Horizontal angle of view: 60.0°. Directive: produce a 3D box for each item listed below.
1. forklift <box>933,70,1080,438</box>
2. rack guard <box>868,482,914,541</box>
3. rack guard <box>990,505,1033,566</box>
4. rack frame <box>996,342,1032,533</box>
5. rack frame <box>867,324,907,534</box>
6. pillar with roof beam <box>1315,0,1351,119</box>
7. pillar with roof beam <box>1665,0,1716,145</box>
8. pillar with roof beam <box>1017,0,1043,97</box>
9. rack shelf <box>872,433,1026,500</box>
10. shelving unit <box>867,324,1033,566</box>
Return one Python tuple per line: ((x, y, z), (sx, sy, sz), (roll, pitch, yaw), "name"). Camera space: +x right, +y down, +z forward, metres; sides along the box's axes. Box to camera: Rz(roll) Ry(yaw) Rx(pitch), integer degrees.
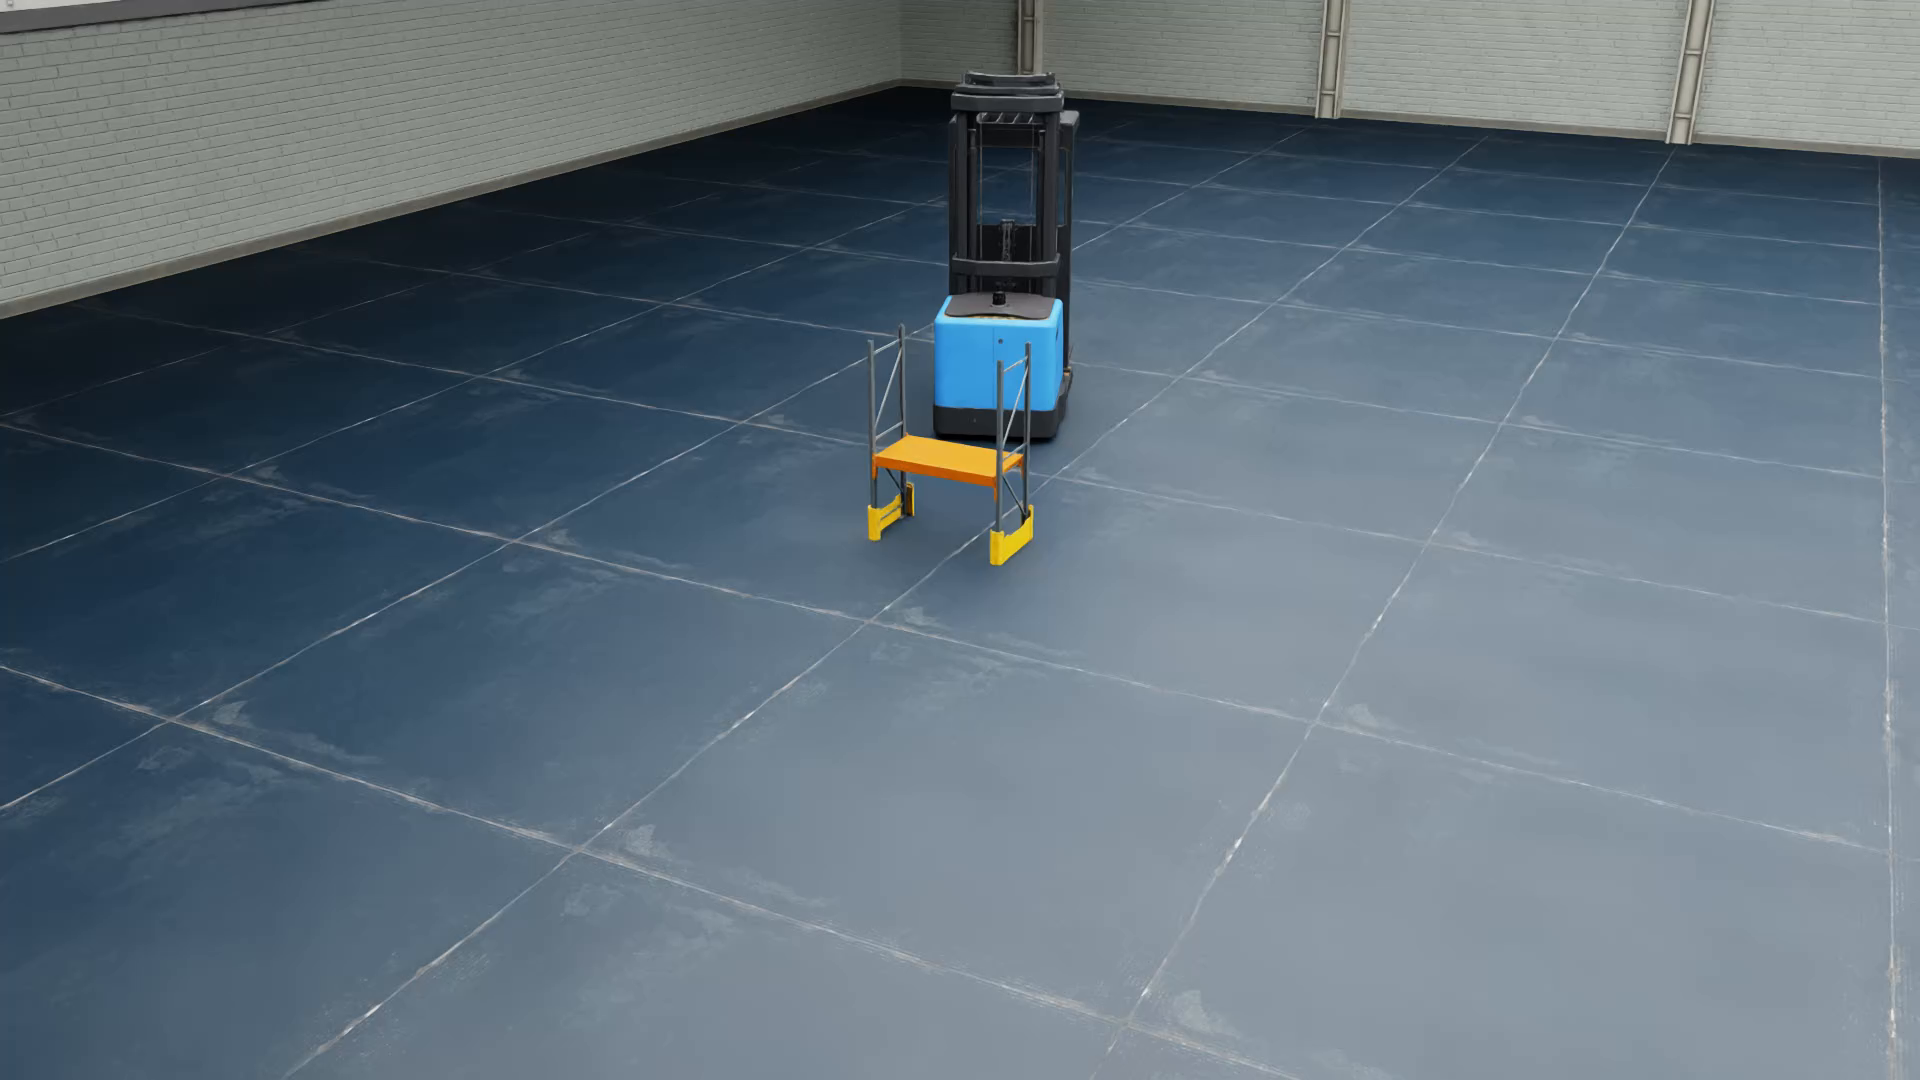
((0.478, -2.757, 14.988), (1.130, 2.935, 3.031), (3, 23, 7), "forklift")
((-0.512, -0.216, 12.440), (0.087, 0.250, 0.587), (11, 25, 25), "rack guard")
((0.376, -0.041, 12.026), (0.087, 0.250, 0.587), (11, 25, 25), "rack guard")
((0.378, -0.615, 11.781), (0.032, 1.500, 0.500), (11, 25, 25), "rack frame")
((-0.530, -0.795, 12.203), (0.032, 1.500, 0.500), (11, 25, 25), "rack frame")
((4.785, -10.374, 25.145), (0.400, 9.000, 9.100), (11, 25, 25), "pillar with roof beam")
((10.140, -9.314, 22.654), (0.400, 9.000, 9.100), (11, 25, 25), "pillar with roof beam")
((-0.569, -11.433, 27.636), (0.400, 9.000, 9.100), (11, 25, 25), "pillar with roof beam")
((-0.076, -0.540, 12.062), (1.000, 0.185, 0.538), (11, 25, 25), "rack shelf")
((-0.068, -0.704, 11.988), (1.083, 1.500, 0.587), (11, 25, 25), "shelving unit")
